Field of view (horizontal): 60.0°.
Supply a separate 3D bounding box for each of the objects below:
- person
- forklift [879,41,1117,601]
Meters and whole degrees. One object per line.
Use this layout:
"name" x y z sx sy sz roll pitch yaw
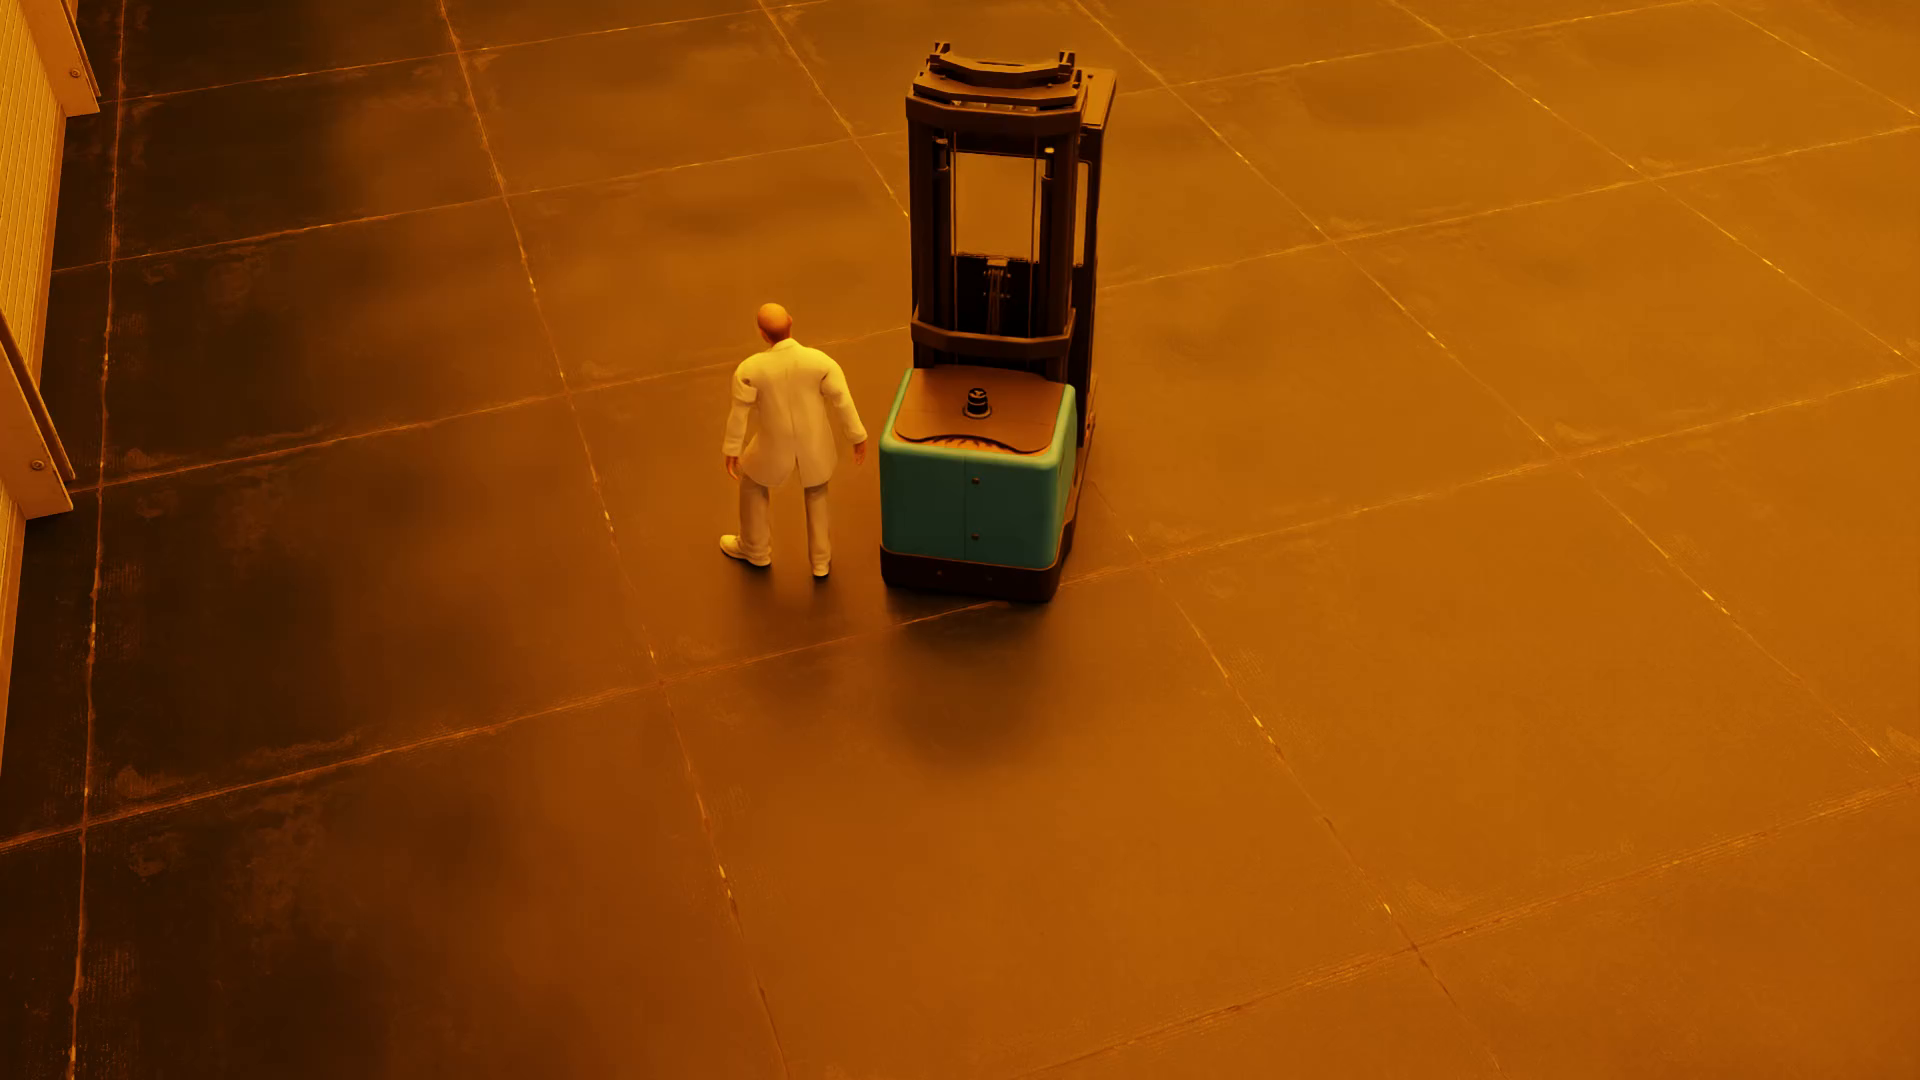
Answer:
"person" -0.997 -0.558 9.596 0.910 1.749 0.451 -6 40 -7
"forklift" 0.298 -1.716 10.040 1.130 2.935 3.031 7 40 8
